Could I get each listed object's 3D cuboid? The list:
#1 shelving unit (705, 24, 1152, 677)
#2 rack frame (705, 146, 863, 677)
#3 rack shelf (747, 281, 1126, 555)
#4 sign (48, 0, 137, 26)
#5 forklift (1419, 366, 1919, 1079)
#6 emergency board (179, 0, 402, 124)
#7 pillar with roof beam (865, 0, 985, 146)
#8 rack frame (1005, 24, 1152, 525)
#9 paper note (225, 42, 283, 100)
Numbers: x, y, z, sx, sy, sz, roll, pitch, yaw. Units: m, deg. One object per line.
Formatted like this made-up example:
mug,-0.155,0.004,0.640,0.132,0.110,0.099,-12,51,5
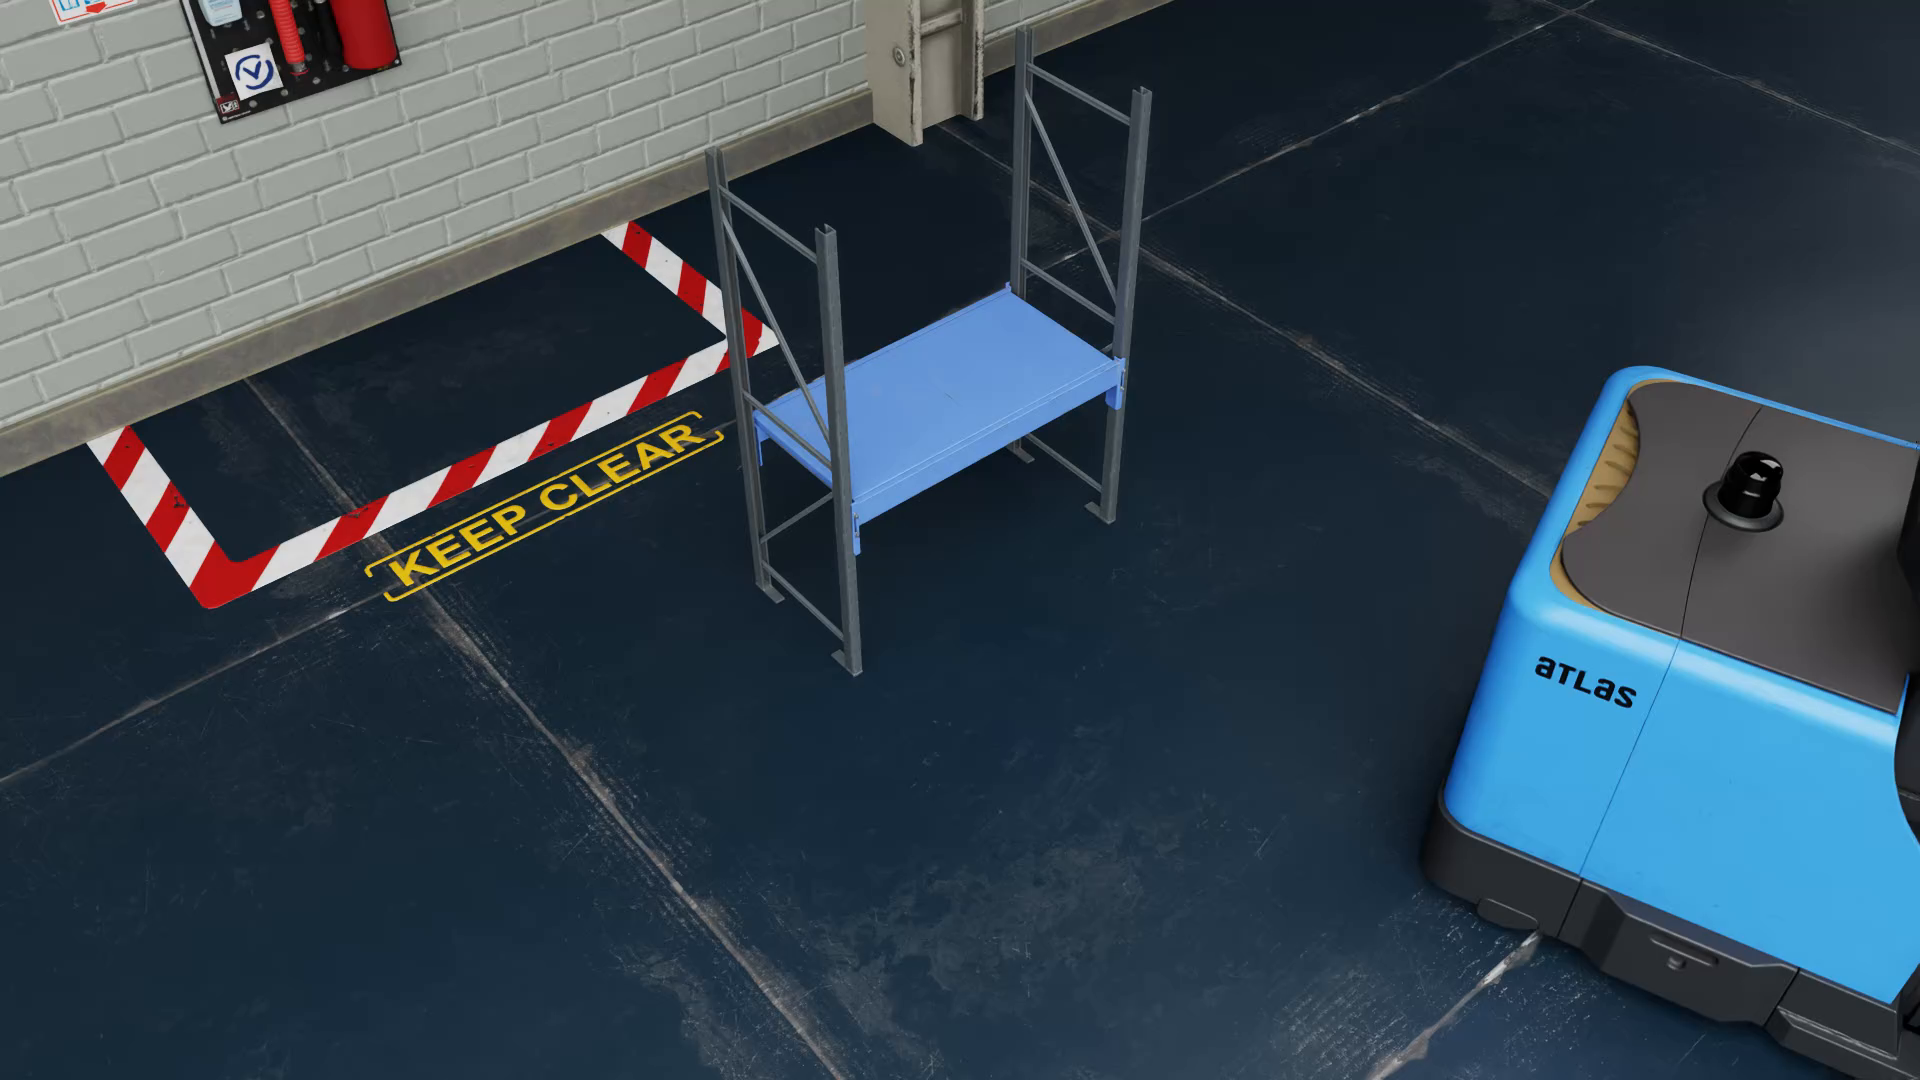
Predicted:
shelving unit,-0.065,-0.509,4.697,1.048,1.500,0.538,-30,51,-28
rack frame,-0.455,-0.286,4.459,0.032,1.500,0.500,-30,51,-28
rack shelf,-0.065,-0.378,4.820,1.000,0.185,0.538,-30,51,-28
sign,-2.555,-1.678,4.820,0.234,0.329,0.001,-30,51,-28
forklift,2.715,0.043,3.063,3.031,2.935,1.130,22,47,21
emergency board,-2.065,-1.854,5.033,0.643,1.169,0.194,-30,51,-28
pillar with roof beam,2.618,-2.846,1.707,0.400,9.000,9.100,-30,51,-28
rack frame,0.325,-0.733,4.934,0.032,1.500,0.500,-30,51,-28
paper note,-2.245,-1.491,5.290,0.142,0.148,0.016,-30,51,-28
